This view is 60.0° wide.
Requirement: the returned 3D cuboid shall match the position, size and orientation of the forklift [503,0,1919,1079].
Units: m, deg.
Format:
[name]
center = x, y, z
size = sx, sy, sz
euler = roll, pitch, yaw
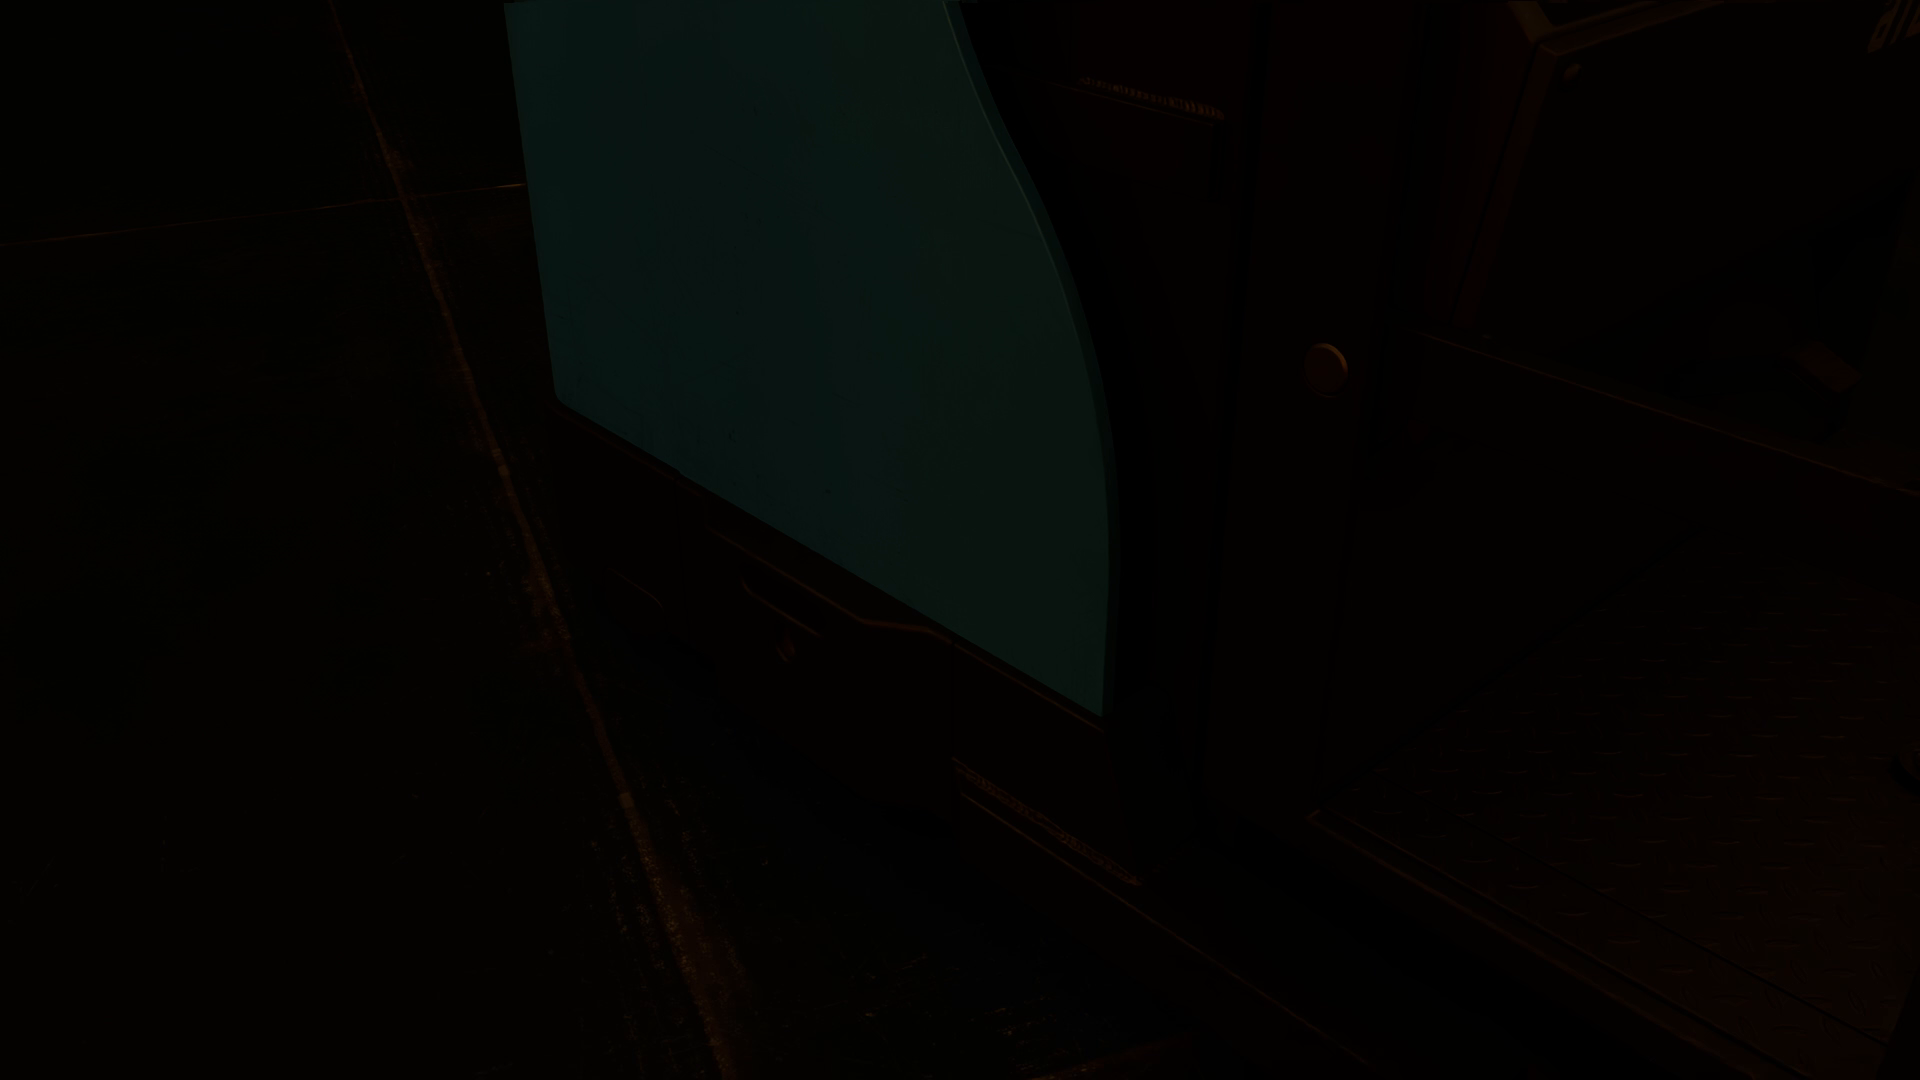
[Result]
[forklift]
center = 0.817, -0.844, 1.020
size = 1.130, 2.935, 3.031
euler = -25, 38, -37
